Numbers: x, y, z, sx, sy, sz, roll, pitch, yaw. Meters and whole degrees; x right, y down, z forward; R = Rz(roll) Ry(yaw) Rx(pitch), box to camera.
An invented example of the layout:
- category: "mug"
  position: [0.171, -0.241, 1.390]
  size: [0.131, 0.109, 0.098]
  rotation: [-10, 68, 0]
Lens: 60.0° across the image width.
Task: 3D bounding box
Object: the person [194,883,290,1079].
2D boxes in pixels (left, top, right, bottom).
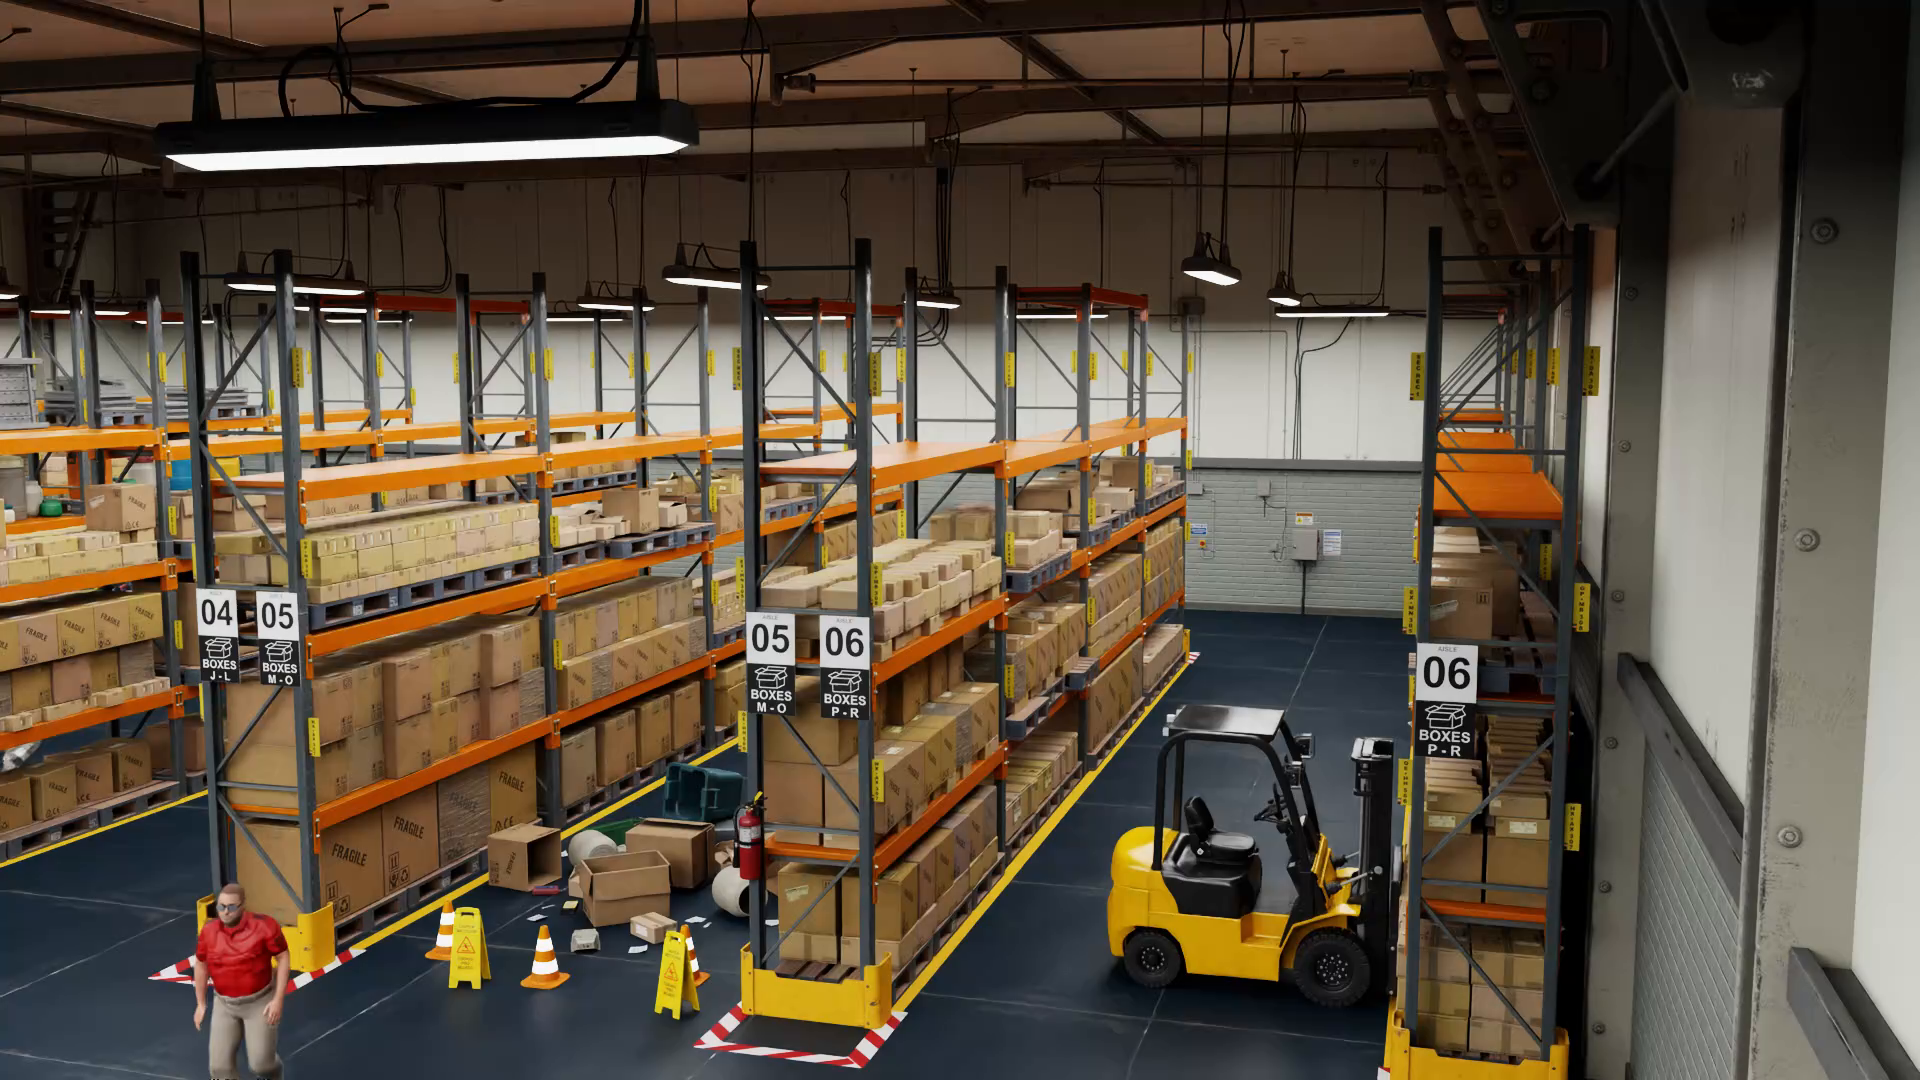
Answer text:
- category: "person"
  position: [-4.774, 3.090, 11.121]
  size: [0.634, 1.713, 0.632]
  rotation: [0, 6, -1]

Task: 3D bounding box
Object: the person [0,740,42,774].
- category: "person"
  position: [-11.314, 2.060, 19.849]
  size: [0.577, 1.781, 0.526]
  rotation: [3, 7, 26]
